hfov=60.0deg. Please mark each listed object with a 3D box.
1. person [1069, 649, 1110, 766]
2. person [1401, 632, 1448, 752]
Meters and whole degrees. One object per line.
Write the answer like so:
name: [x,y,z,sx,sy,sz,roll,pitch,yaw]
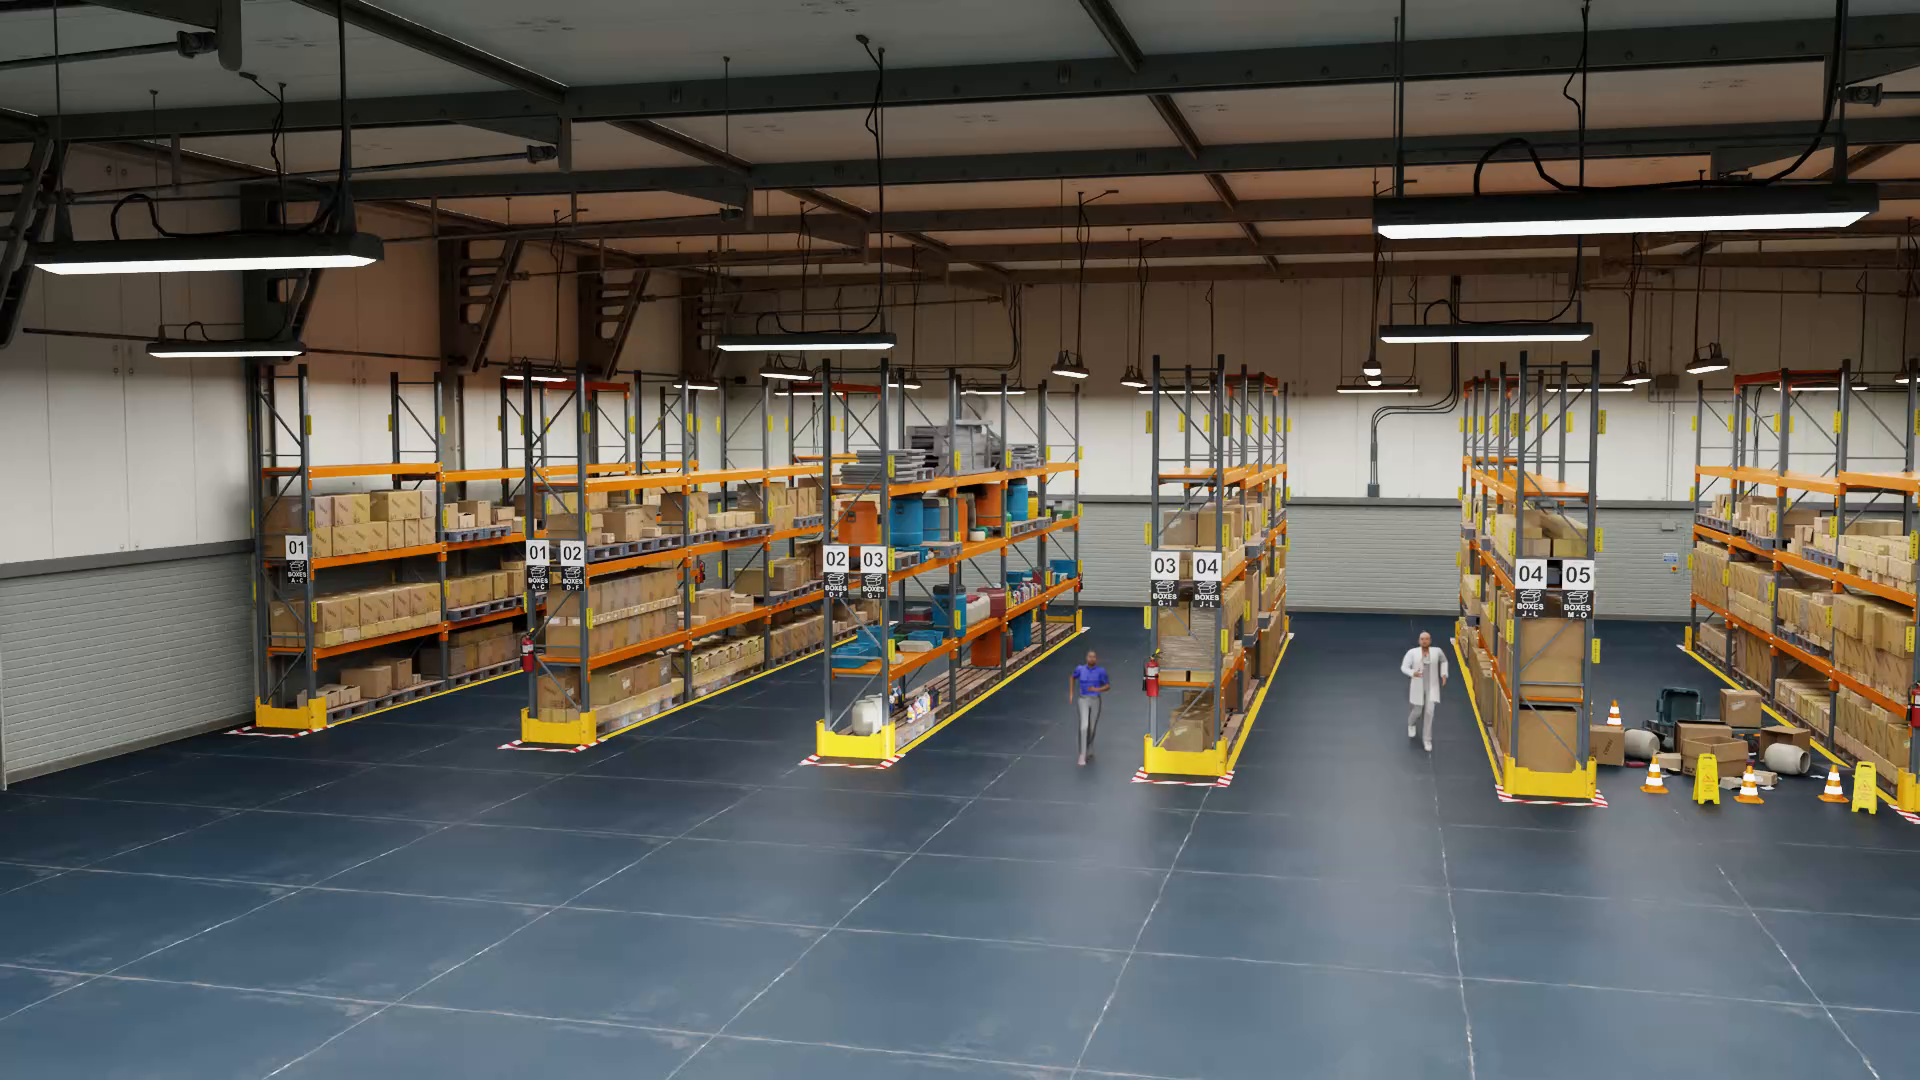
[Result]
person: [1.927,2.477,24.765,0.593,1.711,0.760,0,4,0]
person: [7.248,2.345,25.962,0.718,1.755,1.048,1,4,11]
